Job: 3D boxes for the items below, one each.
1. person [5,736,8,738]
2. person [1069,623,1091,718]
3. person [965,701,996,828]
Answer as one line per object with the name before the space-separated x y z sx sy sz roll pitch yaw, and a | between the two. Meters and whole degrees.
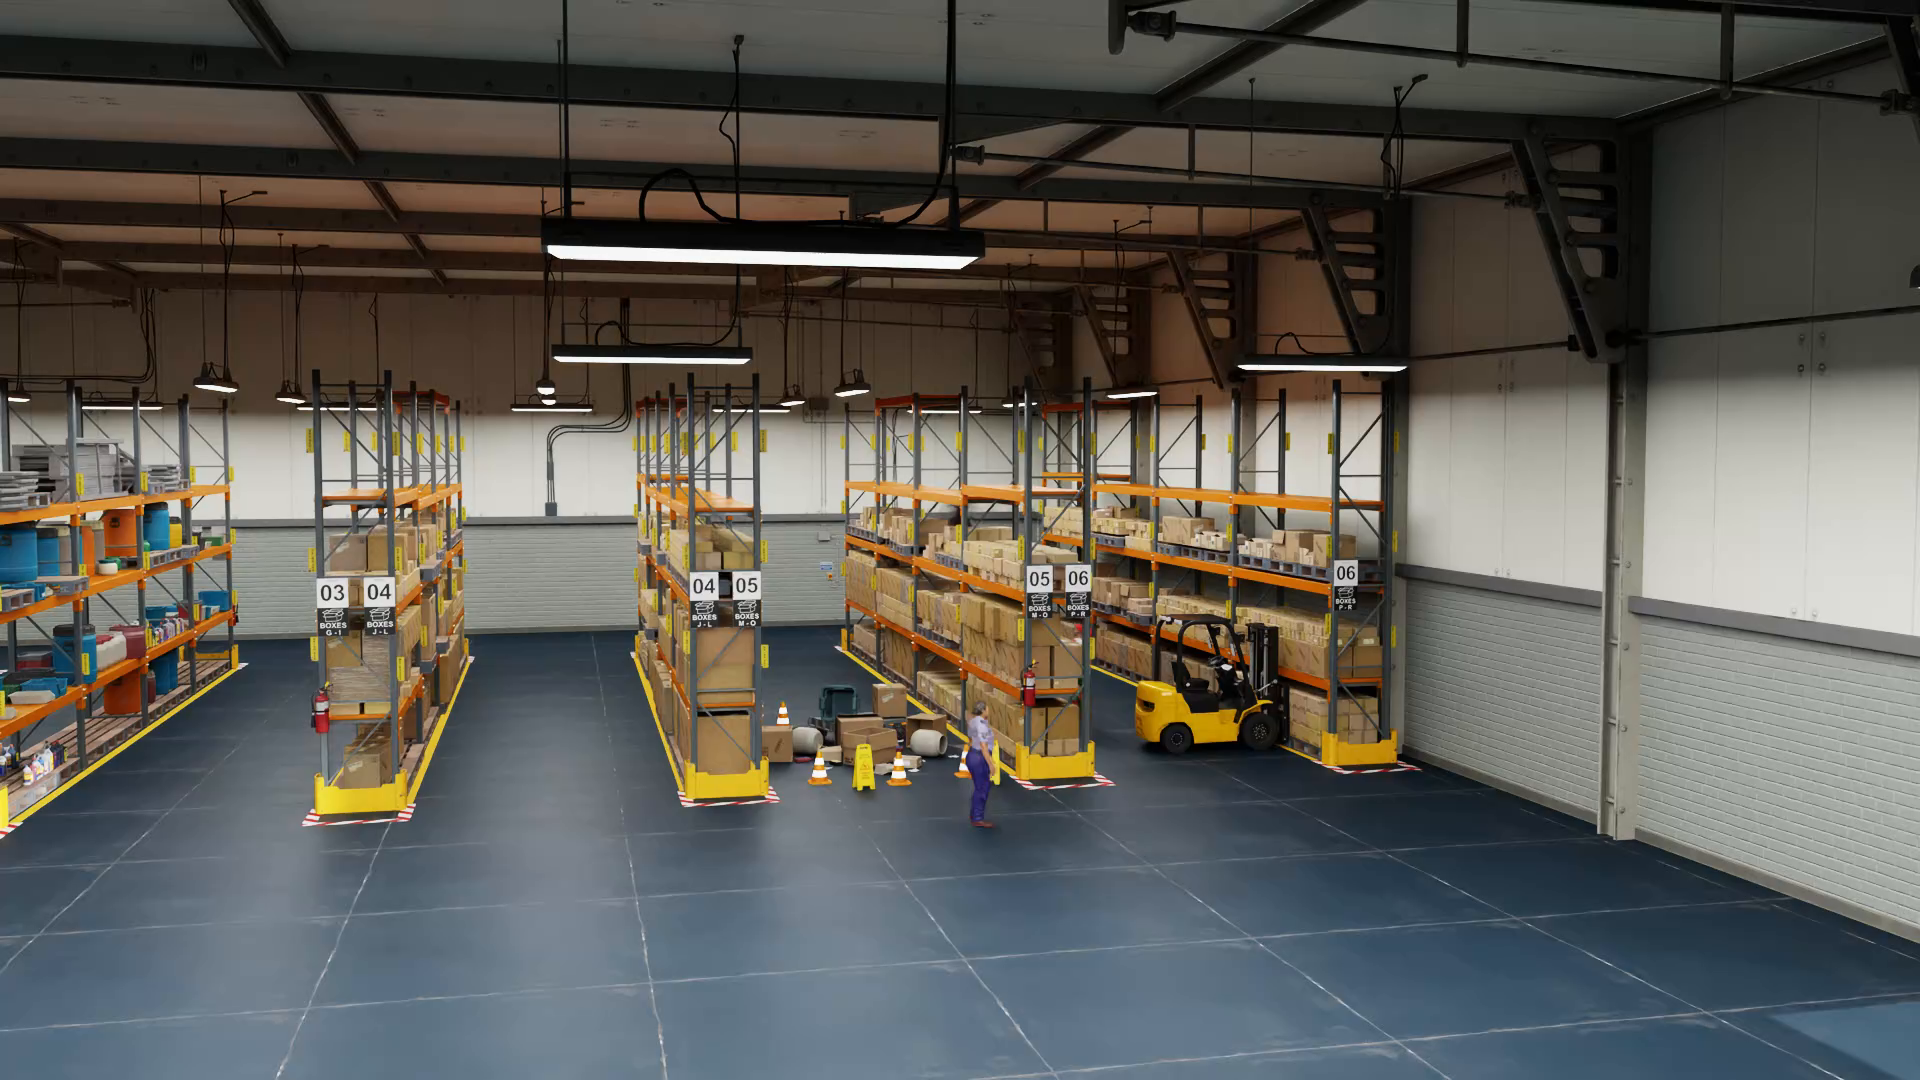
person | -16.504 2.527 28.271 0.515 1.690 0.497 -2 4 -25
person | 2.053 2.381 30.033 0.646 1.779 0.550 -1 3 -13
person | 0.268 2.970 21.815 0.367 1.701 0.573 -1 3 -13
